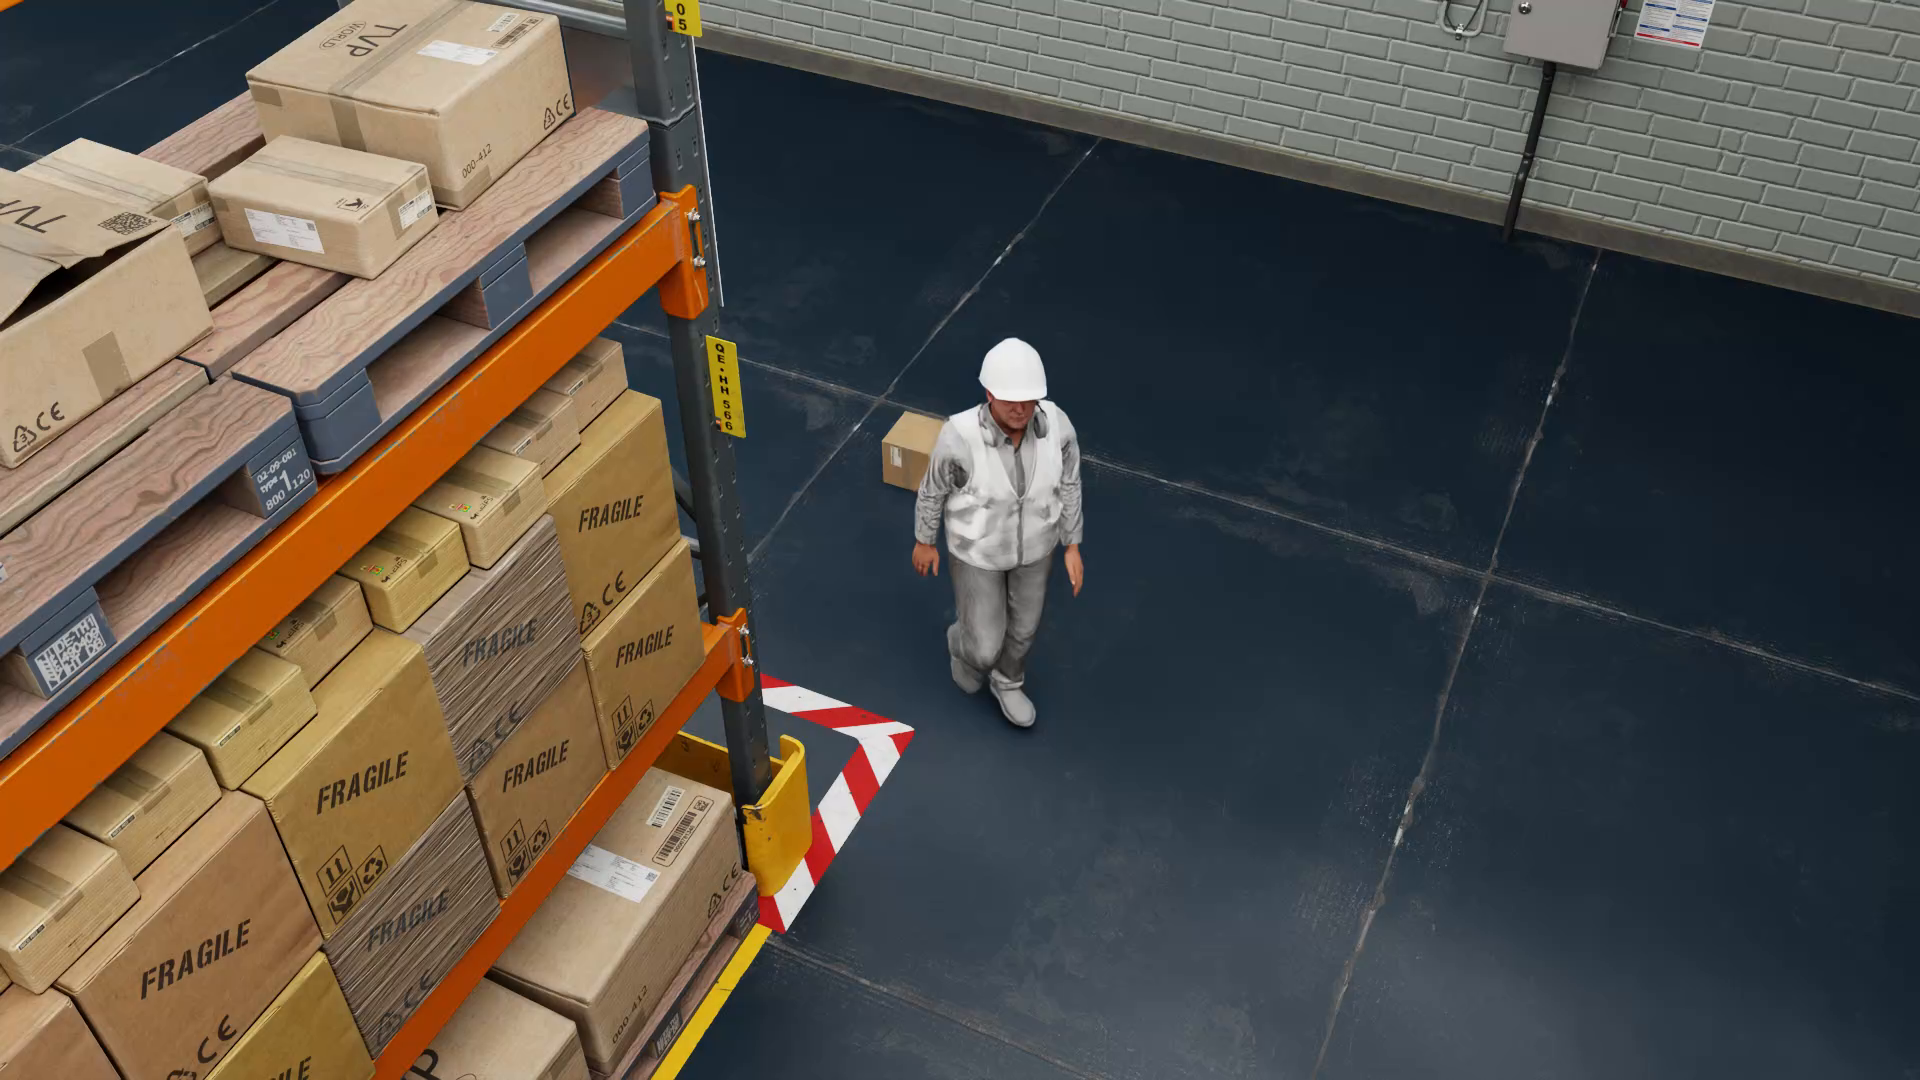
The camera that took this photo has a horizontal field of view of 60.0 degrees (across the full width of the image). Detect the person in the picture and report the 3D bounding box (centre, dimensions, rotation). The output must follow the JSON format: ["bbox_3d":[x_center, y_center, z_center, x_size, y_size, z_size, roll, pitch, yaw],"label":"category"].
[{"bbox_3d":[0.140,0.004,6.103,0.599,1.758,0.518,-15,44,-16],"label":"person"}]
